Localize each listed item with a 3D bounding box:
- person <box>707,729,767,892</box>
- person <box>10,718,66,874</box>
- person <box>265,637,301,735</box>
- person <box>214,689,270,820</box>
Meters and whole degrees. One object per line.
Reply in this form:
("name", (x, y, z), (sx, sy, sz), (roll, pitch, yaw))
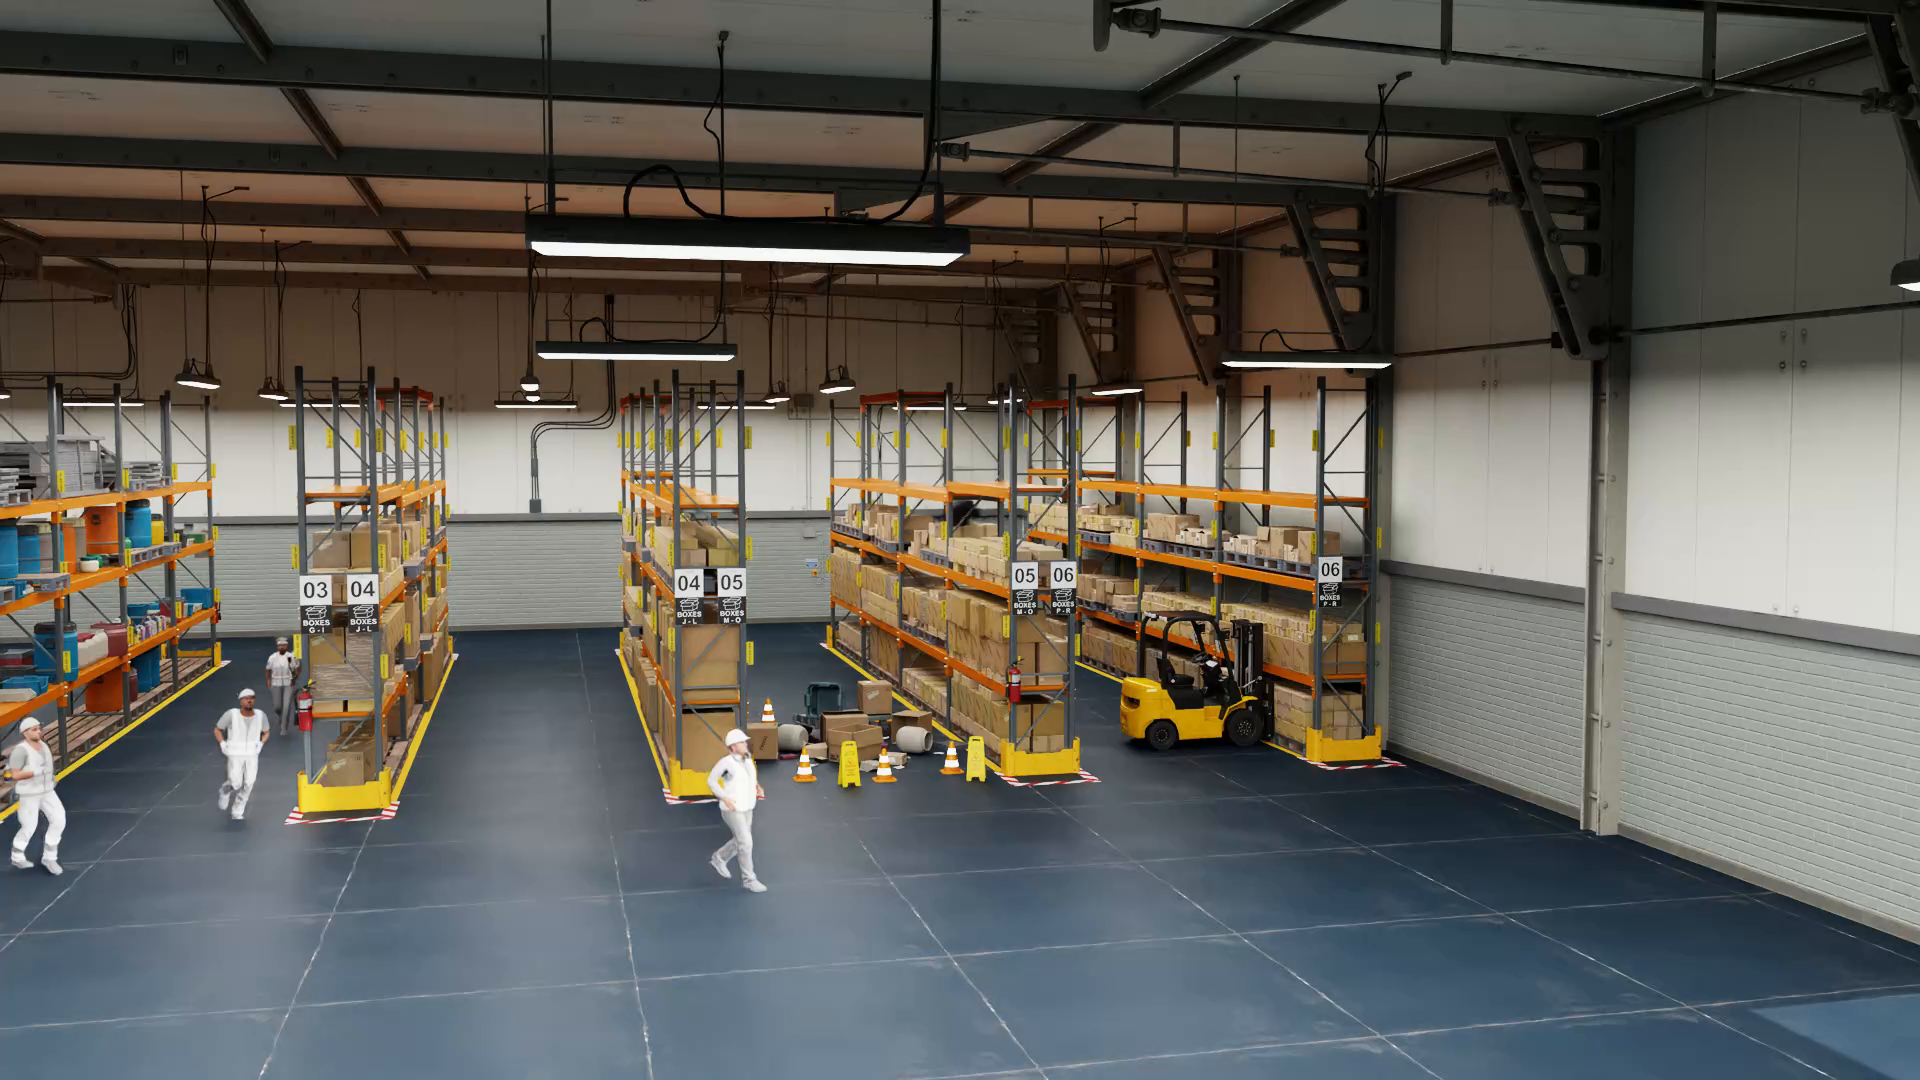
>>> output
("person", (-2.504, 3.004, 18.618), (0.829, 1.780, 0.662), (2, 4, 28))
("person", (-10.651, 2.963, 19.189), (0.720, 1.839, 0.631), (1, 4, 19))
("person", (-11.600, 2.482, 28.516), (0.581, 1.663, 0.592), (-1, 4, -19))
("person", (-9.465, 2.837, 22.019), (0.675, 1.729, 0.530), (-3, 4, -39))
